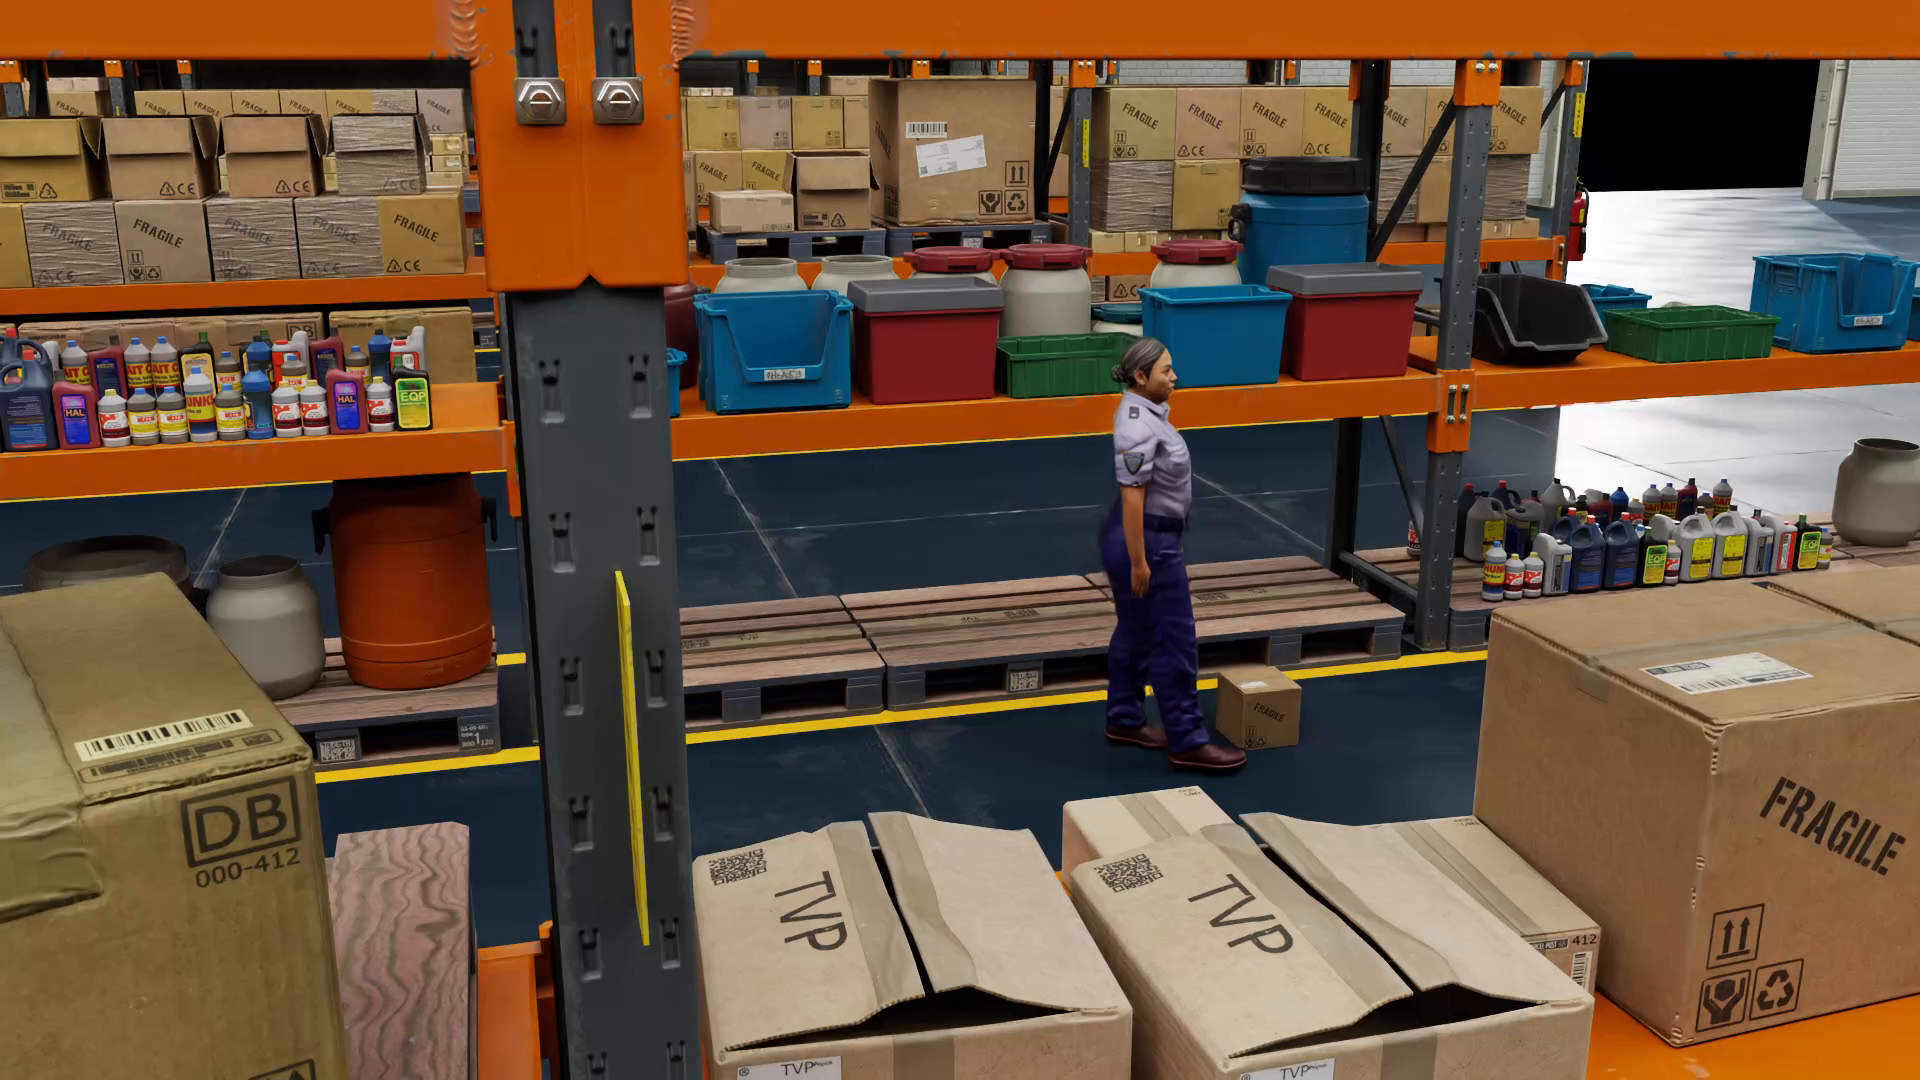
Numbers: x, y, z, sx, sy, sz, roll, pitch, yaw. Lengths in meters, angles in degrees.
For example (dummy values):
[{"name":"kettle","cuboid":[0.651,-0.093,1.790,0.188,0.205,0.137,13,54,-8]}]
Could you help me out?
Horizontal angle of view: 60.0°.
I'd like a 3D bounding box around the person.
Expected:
[{"name":"person","cuboid":[0.829,0.039,6.392,0.584,1.644,0.489,1,16,4]}]
